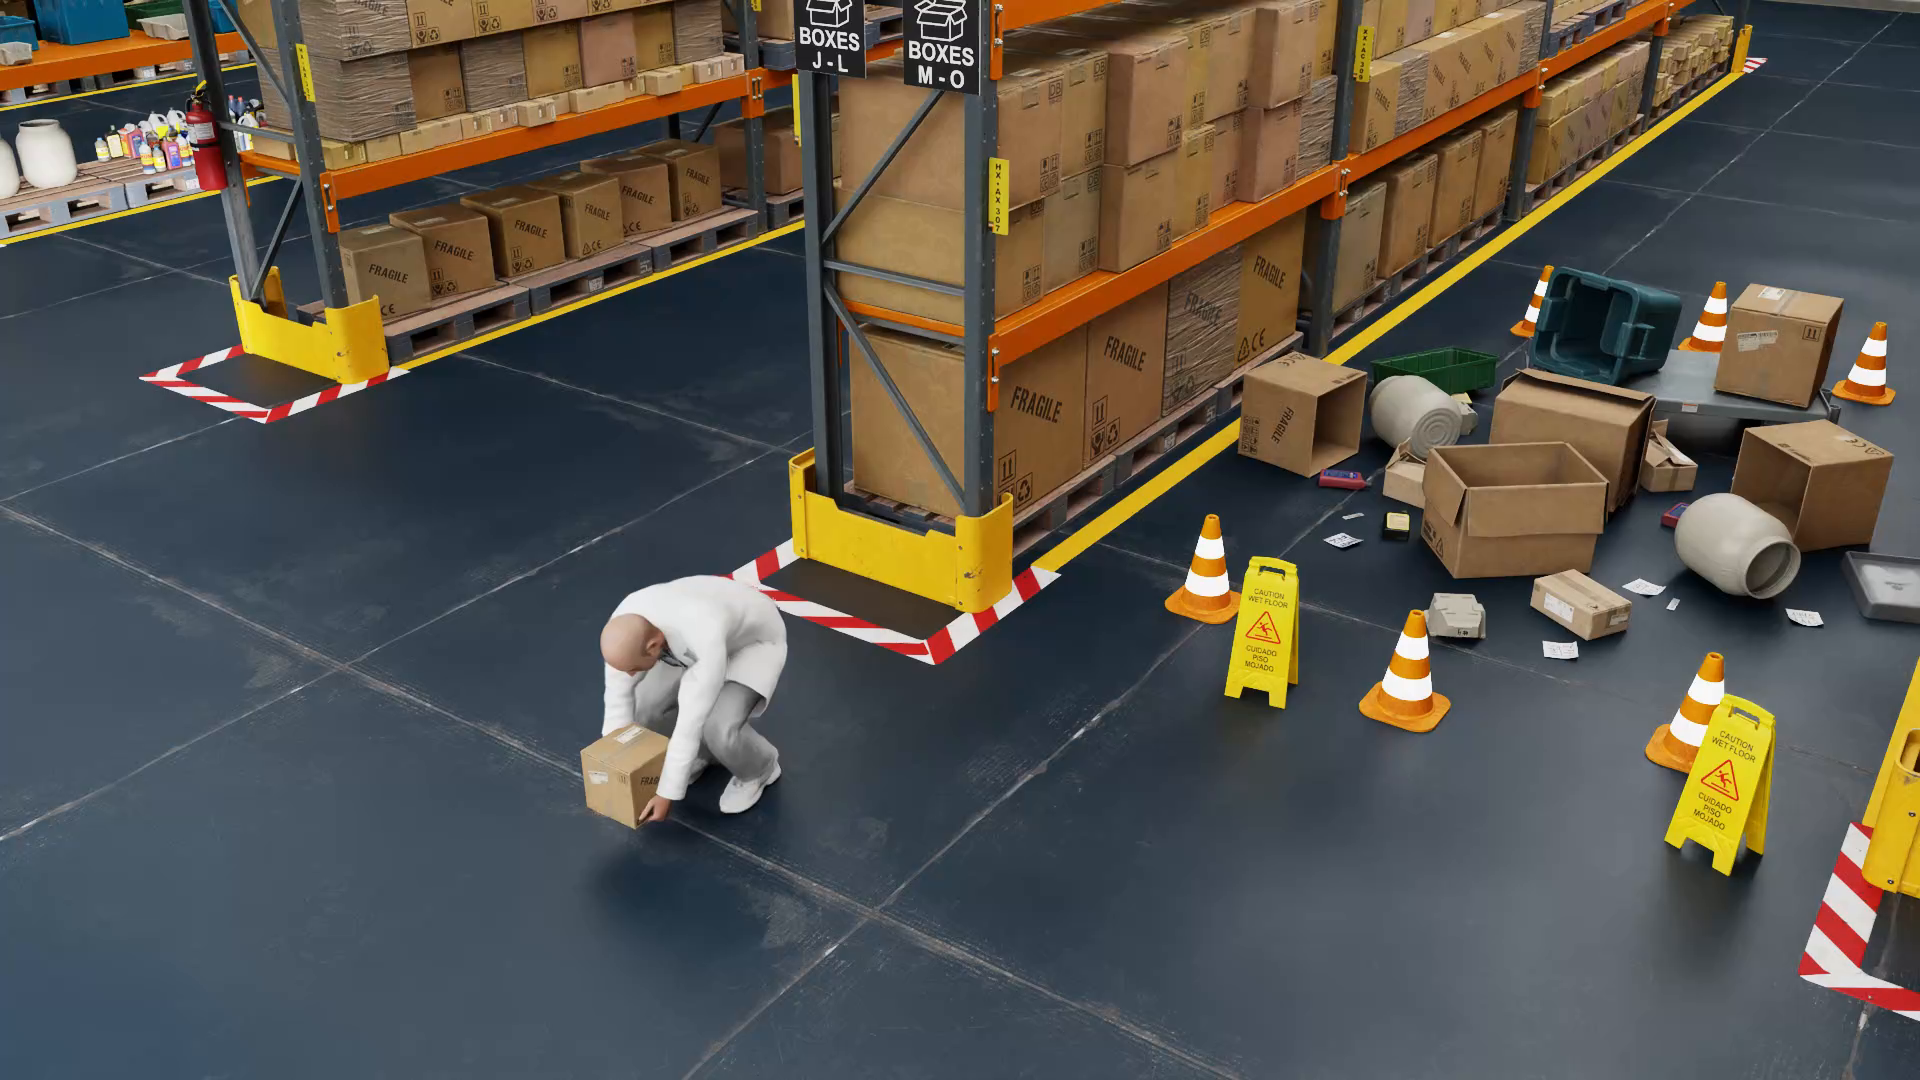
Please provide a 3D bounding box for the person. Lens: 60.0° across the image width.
[{"bbox_3d":[-1.025,0.577,6.342,0.589,1.008,0.927,16,31,29],"label":"person"}]
